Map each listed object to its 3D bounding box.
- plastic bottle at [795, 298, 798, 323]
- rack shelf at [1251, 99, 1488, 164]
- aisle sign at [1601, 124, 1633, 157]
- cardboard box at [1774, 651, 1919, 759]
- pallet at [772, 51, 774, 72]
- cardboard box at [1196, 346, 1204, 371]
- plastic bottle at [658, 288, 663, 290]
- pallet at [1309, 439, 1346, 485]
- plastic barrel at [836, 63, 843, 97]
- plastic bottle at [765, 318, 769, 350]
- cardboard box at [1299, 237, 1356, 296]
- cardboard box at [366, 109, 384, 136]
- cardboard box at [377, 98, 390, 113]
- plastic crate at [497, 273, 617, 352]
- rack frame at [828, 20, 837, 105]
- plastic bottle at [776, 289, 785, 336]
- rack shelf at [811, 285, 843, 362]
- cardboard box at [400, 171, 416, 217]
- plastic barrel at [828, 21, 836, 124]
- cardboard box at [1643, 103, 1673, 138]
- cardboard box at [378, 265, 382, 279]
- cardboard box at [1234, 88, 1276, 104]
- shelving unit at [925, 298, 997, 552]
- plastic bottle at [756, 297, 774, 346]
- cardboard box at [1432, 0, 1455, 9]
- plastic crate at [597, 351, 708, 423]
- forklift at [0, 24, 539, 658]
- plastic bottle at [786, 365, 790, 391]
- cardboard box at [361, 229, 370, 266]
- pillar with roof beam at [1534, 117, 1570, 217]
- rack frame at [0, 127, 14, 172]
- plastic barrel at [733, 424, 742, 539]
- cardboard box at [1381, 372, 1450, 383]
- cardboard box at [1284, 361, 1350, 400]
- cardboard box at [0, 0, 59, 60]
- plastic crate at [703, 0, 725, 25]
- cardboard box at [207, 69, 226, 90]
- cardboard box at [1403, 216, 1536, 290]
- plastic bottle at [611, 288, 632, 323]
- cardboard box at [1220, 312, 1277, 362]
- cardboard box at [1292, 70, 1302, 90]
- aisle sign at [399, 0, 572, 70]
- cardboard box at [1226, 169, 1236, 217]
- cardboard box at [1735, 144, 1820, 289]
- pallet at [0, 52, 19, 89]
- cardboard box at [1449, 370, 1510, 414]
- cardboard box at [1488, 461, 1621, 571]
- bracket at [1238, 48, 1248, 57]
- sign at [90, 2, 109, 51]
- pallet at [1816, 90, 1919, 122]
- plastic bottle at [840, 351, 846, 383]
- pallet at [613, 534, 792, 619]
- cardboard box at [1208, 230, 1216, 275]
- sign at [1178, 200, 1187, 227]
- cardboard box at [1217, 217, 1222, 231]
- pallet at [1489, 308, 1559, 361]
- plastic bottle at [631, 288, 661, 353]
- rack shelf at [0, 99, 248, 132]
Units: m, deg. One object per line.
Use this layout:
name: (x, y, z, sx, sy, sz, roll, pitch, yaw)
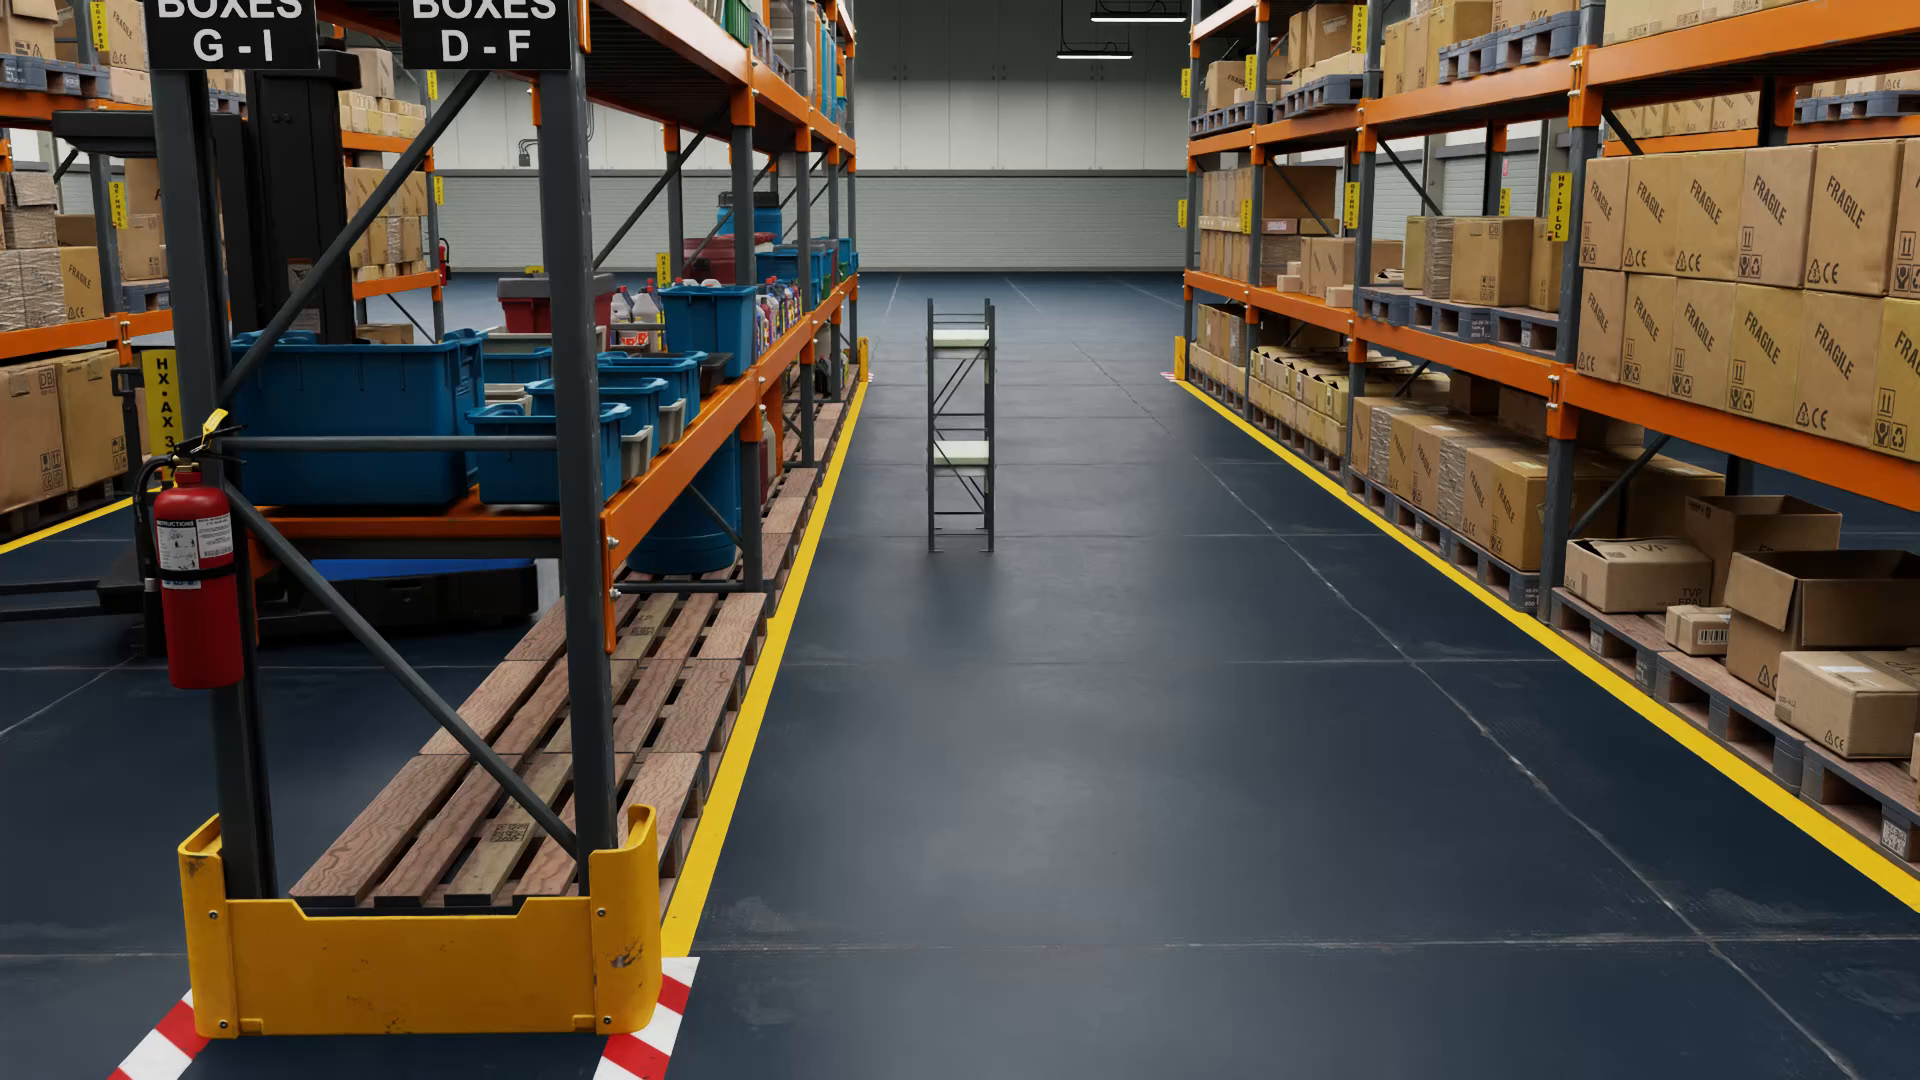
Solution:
plastic bottle: (-1.154, -1.578, 11.295, 0.097, 0.201, 0.097, 0, 11, 0)
rack shelf: (3.334, -3.358, 13.832, 1.077, 0.370, 4.000, 0, 11, -1)
aisle sign: (7.861, -4.741, 19.848, 0.394, 0.787, 0.004, 0, 11, -1)
cardboard box: (3.293, 0.583, 5.949, 0.500, 0.250, 0.500, 0, 11, -1)
pallet: (-1.635, -2.787, 9.681, 1.003, 0.211, 1.213, 0, 11, -1)
cardboard box: (3.012, -2.085, 19.150, 0.500, 0.250, 0.500, 0, 11, -1)
plastic bottle: (-1.897, -1.466, 10.565, 0.097, 0.271, 0.097, 0, 11, 0)
pallet: (3.397, -0.640, 13.184, 1.003, 0.211, 1.213, 0, 11, -1)
plastic barrel: (-1.592, -4.956, 18.368, 0.600, 0.588, 0.600, 0, 11, 0)
plastic bottle: (-1.110, -1.159, 9.228, 0.097, 0.201, 0.097, 0, 11, 0)
cardboard box: (3.303, -2.430, 14.739, 0.500, 0.500, 0.500, 1, 11, 3)
cardboard box: (-6.400, -4.394, 17.506, 0.500, 0.250, 0.500, 0, 11, -2)
cardboard box: (-6.357, -4.673, 17.877, 0.380, 0.149, 0.250, -1, 11, -4)
plastic crate: (-1.727, -0.910, 7.191, 0.402, 0.464, 0.583, 0, 11, -1)
rack frame: (-1.660, -5.559, 15.325, 1.000, 3.000, 0.127, 0, 11, -1)
plastic bottle: (-1.112, -1.397, 10.195, 0.061, 0.283, 0.133, 0, 11, -1)
rack shelf: (-1.619, -1.868, 14.034, 1.077, 0.370, 4.000, 0, 11, -1)
cardboard box: (-6.420, -3.870, 18.578, 0.500, 0.500, 0.500, 0, 11, -1)
plastic barrel: (-1.432, -4.234, 15.080, 0.600, 0.901, 0.708, 0, 11, -1)
cardboard box: (7.909, -4.706, 18.363, 0.500, 0.500, 0.500, 0, 11, 1)
cardboard box: (-6.410, -2.867, 17.777, 0.380, 0.149, 0.250, 0, 11, -1)
cardboard box: (2.994, -4.498, 16.866, 0.380, 0.149, 0.250, 0, 11, -1)
shelving unit: (0.000, -0.736, 10.417, 0.431, 1.500, 0.755, 0, 11, -1)
plastic bottle: (-1.142, -1.245, 9.464, 0.152, 0.276, 0.135, 0, 11, -1)
cardboard box: (3.388, -3.664, 10.764, 0.500, 0.500, 0.500, 0, 11, -1)
plastic crate: (-1.121, -0.552, 6.007, 0.416, 0.233, 0.300, 0, 11, -1)
forklift: (-3.712, -0.999, 8.113, 3.031, 2.935, 1.130, -4, 12, -18)
plastic bottle: (-1.818, -1.670, 16.990, 0.152, 0.276, 0.135, 0, 11, -1)
cardboard box: (-6.646, -3.081, 17.203, 0.875, 0.500, 0.500, 0, 11, -1)
pillar with roof beam: (4.614, -7.434, 24.569, 9.100, 9.000, 0.400, 0, 11, -1)
rack frame: (-11.656, -3.393, 19.739, 1.000, 3.000, 0.127, 0, 11, -1)
plastic barrel: (-1.503, -0.455, 9.477, 0.600, 0.901, 0.708, 0, 11, -1)
cardboard box: (3.639, -1.186, 13.309, 0.500, 0.311, 0.500, -1, 11, -3)
cardboard box: (3.085, -1.382, 14.278, 0.500, 0.311, 0.500, 0, 11, 0)
cardboard box: (-6.445, -3.409, 10.956, 0.797, 0.503, 0.637, 0, 11, 2)
plastic crate: (-1.088, -2.118, 6.573, 0.293, 0.136, 0.466, 0, 11, -1)
cardboard box: (-6.681, -4.044, 14.086, 0.797, 0.503, 0.637, 0, 11, 1)
cardboard box: (3.501, -1.973, 11.433, 0.700, 0.500, 0.500, -4, 12, -20)
plastic bottle: (-1.841, -1.185, 8.982, 0.144, 0.351, 0.185, 0, 11, -1)
cardboard box: (3.052, -2.154, 17.605, 0.500, 0.500, 0.500, 0, 11, -1)
cardboard box: (3.296, -4.118, 15.089, 0.500, 0.250, 0.500, 1, 12, 5)
aisle sign: (-1.114, -1.494, 3.841, 0.394, 0.787, 0.004, 0, 11, -1)
cardboard box: (3.246, -3.710, 17.789, 0.700, 0.500, 0.500, 0, 11, -1)
cardboard box: (3.219, -1.185, 6.088, 0.500, 0.500, 0.500, 0, 11, 1)
pallet: (-6.437, -2.830, 9.897, 1.003, 0.211, 1.213, 0, 11, 1)
cardboard box: (3.634, -1.005, 11.263, 0.500, 0.250, 0.500, 0, 11, 1)
cardboard box: (3.161, -0.135, 8.862, 0.500, 0.500, 0.500, 0, 11, -1)
bracket: (8.075, -13.902, 47.400, 0.235, 0.232, 0.430, 0, 11, -1)
sign: (-5.974, -3.566, 11.548, 0.100, 0.325, 0.005, 0, 11, -1)
pallet: (8.176, -3.708, 14.220, 1.213, 0.211, 1.003, 0, 11, -1)
plastic bottle: (-1.274, -1.820, 17.542, 0.144, 0.351, 0.185, 0, 11, -2)
pallet: (-1.469, 0.185, 9.117, 1.003, 0.211, 1.213, 0, 11, -1)
cardboard box: (3.222, -3.285, 18.956, 0.700, 0.500, 0.500, 0, 11, 0)
sign: (2.655, -3.895, 19.838, 0.100, 0.325, 0.005, 0, 11, -1)
cardboard box: (3.031, -3.465, 18.213, 0.380, 0.149, 0.250, 0, 11, -2)
pallet: (3.550, -1.113, 8.984, 1.003, 0.211, 1.213, 0, 11, -1)
plastic bottle: (-1.697, -1.186, 8.985, 0.144, 0.351, 0.185, 0, 11, -1)
rack shelf: (-6.571, -3.318, 13.635, 1.077, 0.370, 4.000, 0, 11, -1)
